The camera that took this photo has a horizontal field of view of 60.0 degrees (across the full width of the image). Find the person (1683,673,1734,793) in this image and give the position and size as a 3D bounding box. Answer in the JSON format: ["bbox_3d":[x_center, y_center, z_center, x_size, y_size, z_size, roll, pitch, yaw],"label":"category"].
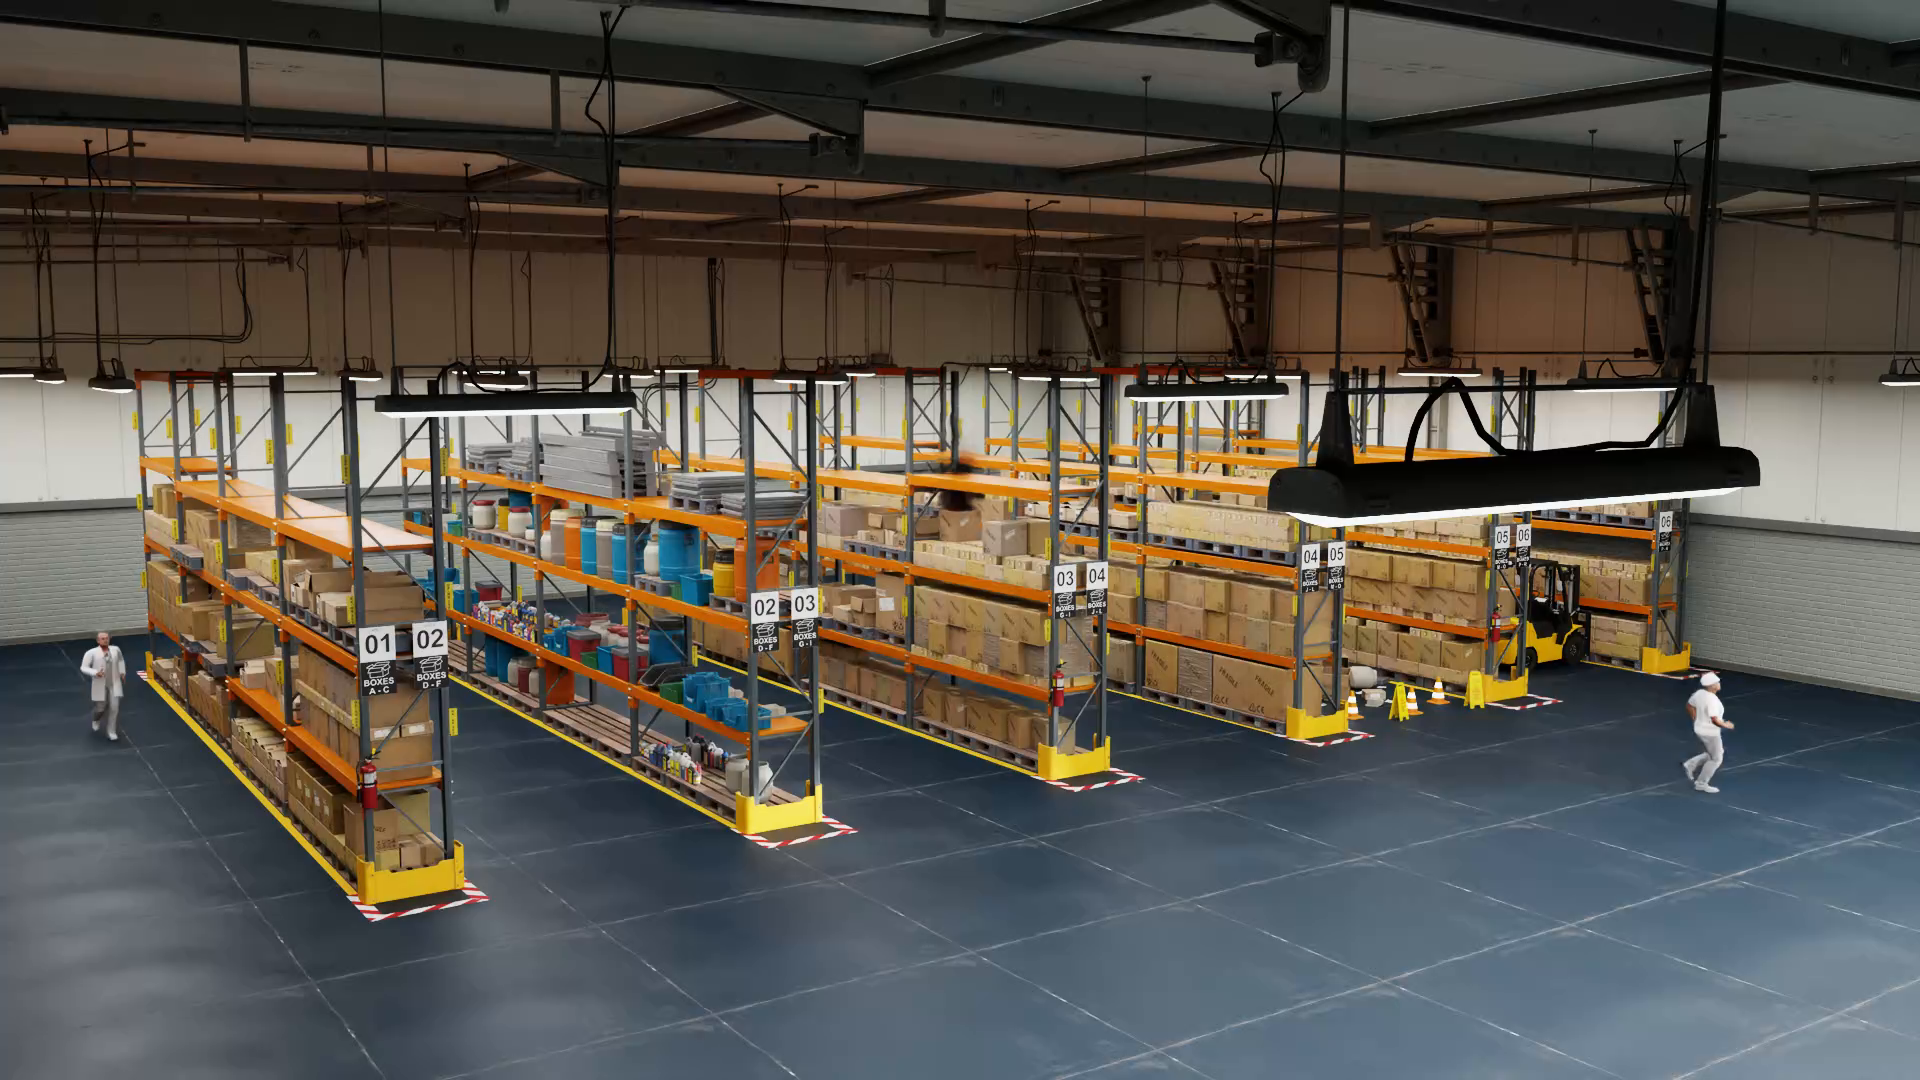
[{"bbox_3d":[10.802,2.772,23.982,0.591,1.726,0.744,0,6,4],"label":"person"}]

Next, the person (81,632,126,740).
[{"bbox_3d":[-14.047,2.377,27.319,0.718,1.746,0.834,-6,9,-44],"label":"person"}]
